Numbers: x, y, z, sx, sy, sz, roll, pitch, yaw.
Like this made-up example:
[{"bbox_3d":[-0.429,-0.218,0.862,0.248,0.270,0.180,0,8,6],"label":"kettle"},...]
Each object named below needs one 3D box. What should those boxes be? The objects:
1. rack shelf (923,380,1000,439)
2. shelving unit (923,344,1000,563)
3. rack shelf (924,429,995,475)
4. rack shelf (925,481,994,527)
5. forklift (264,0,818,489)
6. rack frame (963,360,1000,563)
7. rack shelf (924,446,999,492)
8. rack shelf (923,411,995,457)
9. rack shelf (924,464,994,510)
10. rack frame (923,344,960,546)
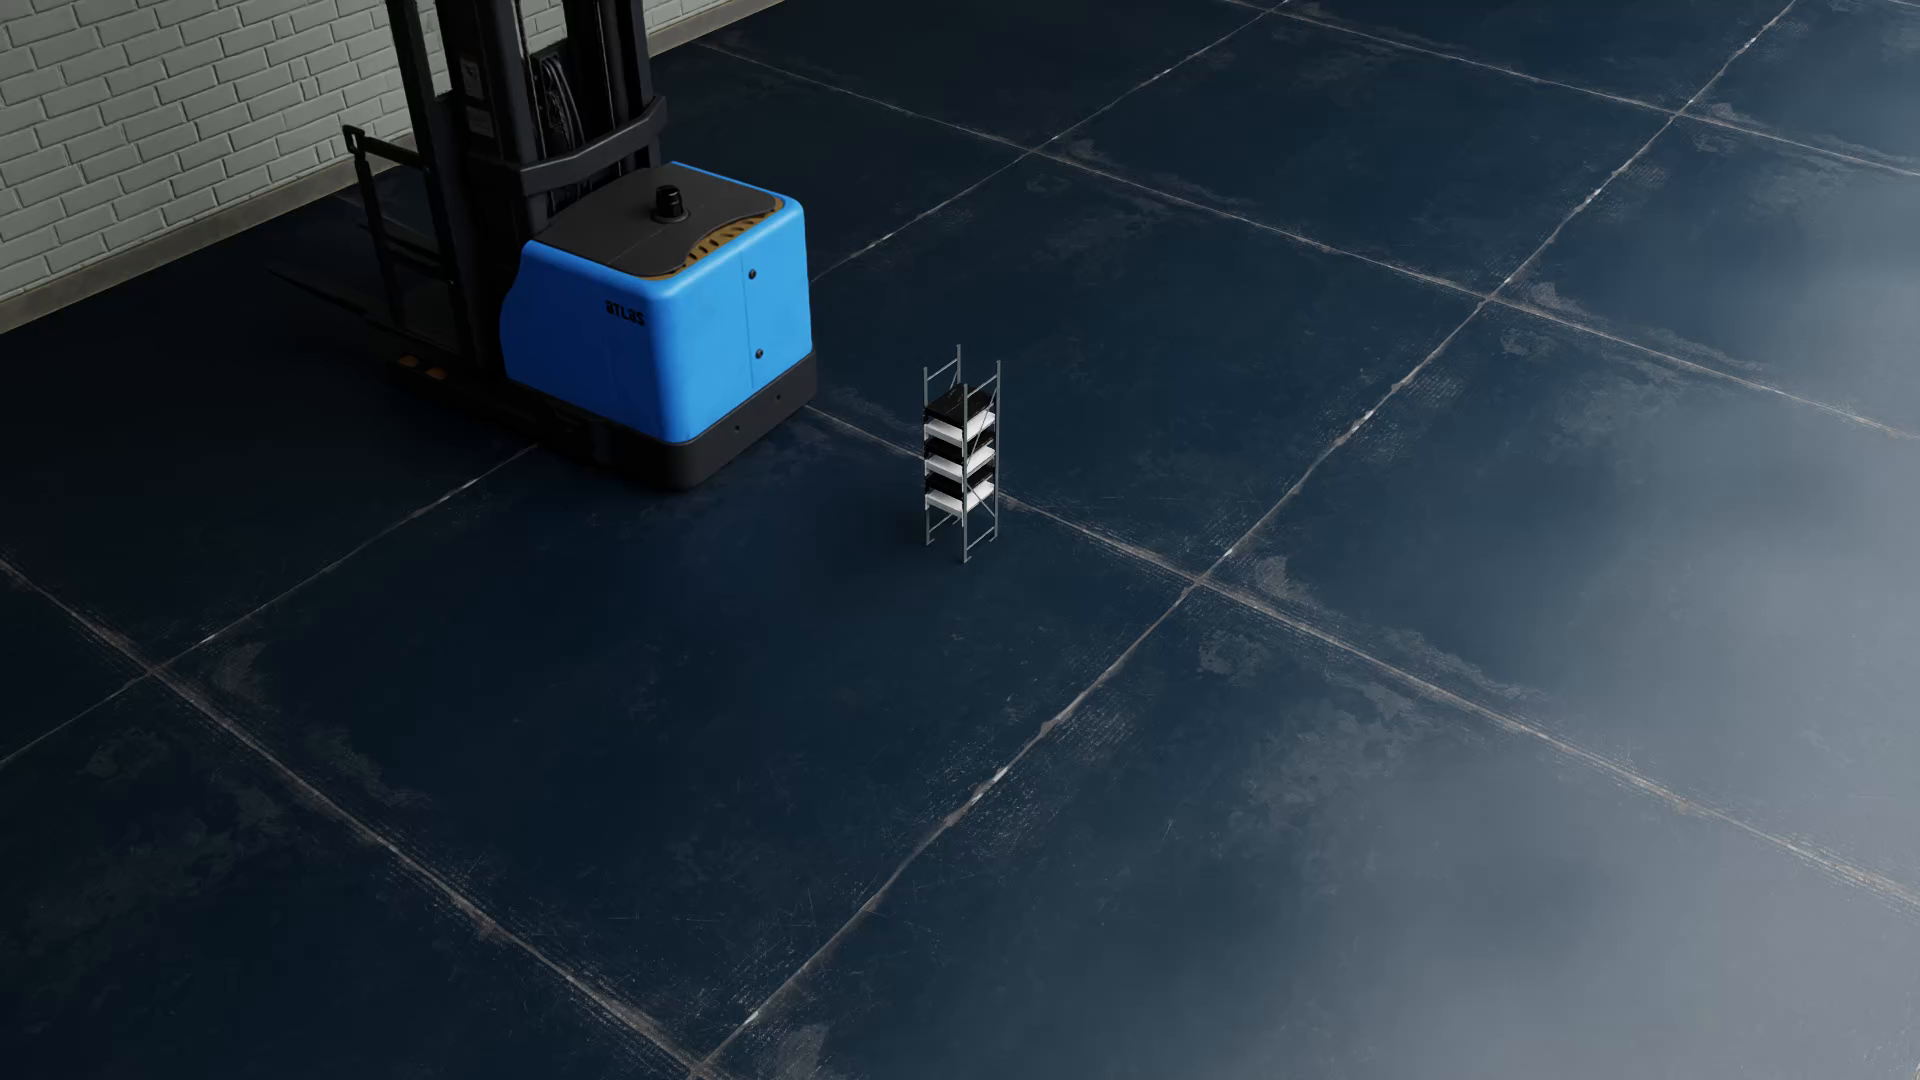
[{"bbox_3d":[0.006,-0.538,6.823,0.200,0.077,0.258,25,45,29],"label":"rack shelf"},{"bbox_3d":[0.006,-0.351,6.969,0.210,0.900,0.258,25,45,29],"label":"shelving unit"},{"bbox_3d":[0.006,-0.396,6.934,0.200,0.077,0.258,25,45,29],"label":"rack shelf"},{"bbox_3d":[0.006,-0.183,7.100,0.200,0.077,0.258,25,45,29],"label":"rack shelf"},{"bbox_3d":[-2.201,-2.079,7.528,3.031,2.935,1.130,22,43,25],"label":"forklift"},{"bbox_3d":[0.087,-0.313,6.920,0.006,0.900,0.240,25,45,29],"label":"rack frame"},{"bbox_3d":[0.006,-0.325,6.989,0.200,0.077,0.258,25,45,29],"label":"rack shelf"},{"bbox_3d":[0.006,-0.467,6.878,0.200,0.077,0.258,25,45,29],"label":"rack shelf"},{"bbox_3d":[0.006,-0.254,7.045,0.200,0.077,0.258,25,45,29],"label":"rack shelf"},{"bbox_3d":[-0.074,-0.389,7.017,0.006,0.900,0.240,25,45,29],"label":"rack frame"}]
